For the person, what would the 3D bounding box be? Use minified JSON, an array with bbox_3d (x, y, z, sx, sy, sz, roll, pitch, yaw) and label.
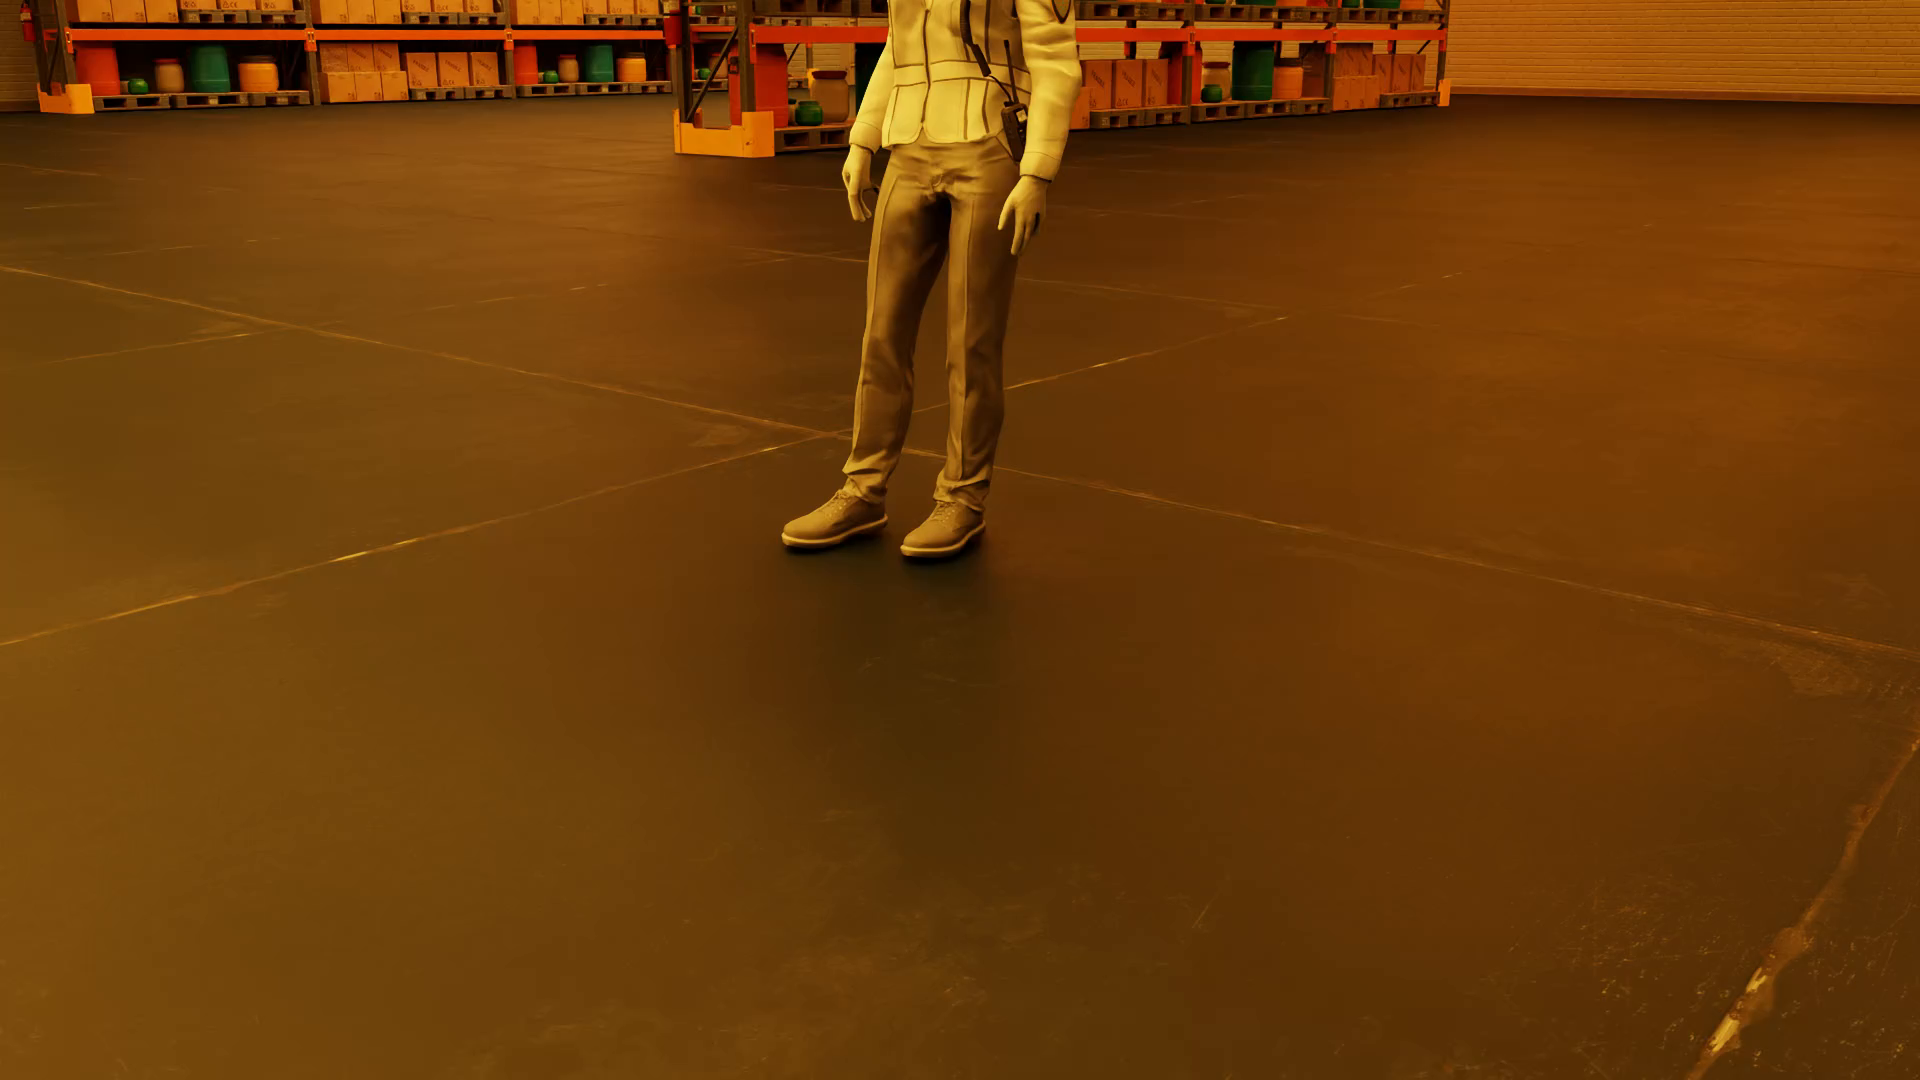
[{"bbox_3d":[-0.049,-0.803,3.647,0.586,1.694,0.530,13,21,37],"label":"person"}]
